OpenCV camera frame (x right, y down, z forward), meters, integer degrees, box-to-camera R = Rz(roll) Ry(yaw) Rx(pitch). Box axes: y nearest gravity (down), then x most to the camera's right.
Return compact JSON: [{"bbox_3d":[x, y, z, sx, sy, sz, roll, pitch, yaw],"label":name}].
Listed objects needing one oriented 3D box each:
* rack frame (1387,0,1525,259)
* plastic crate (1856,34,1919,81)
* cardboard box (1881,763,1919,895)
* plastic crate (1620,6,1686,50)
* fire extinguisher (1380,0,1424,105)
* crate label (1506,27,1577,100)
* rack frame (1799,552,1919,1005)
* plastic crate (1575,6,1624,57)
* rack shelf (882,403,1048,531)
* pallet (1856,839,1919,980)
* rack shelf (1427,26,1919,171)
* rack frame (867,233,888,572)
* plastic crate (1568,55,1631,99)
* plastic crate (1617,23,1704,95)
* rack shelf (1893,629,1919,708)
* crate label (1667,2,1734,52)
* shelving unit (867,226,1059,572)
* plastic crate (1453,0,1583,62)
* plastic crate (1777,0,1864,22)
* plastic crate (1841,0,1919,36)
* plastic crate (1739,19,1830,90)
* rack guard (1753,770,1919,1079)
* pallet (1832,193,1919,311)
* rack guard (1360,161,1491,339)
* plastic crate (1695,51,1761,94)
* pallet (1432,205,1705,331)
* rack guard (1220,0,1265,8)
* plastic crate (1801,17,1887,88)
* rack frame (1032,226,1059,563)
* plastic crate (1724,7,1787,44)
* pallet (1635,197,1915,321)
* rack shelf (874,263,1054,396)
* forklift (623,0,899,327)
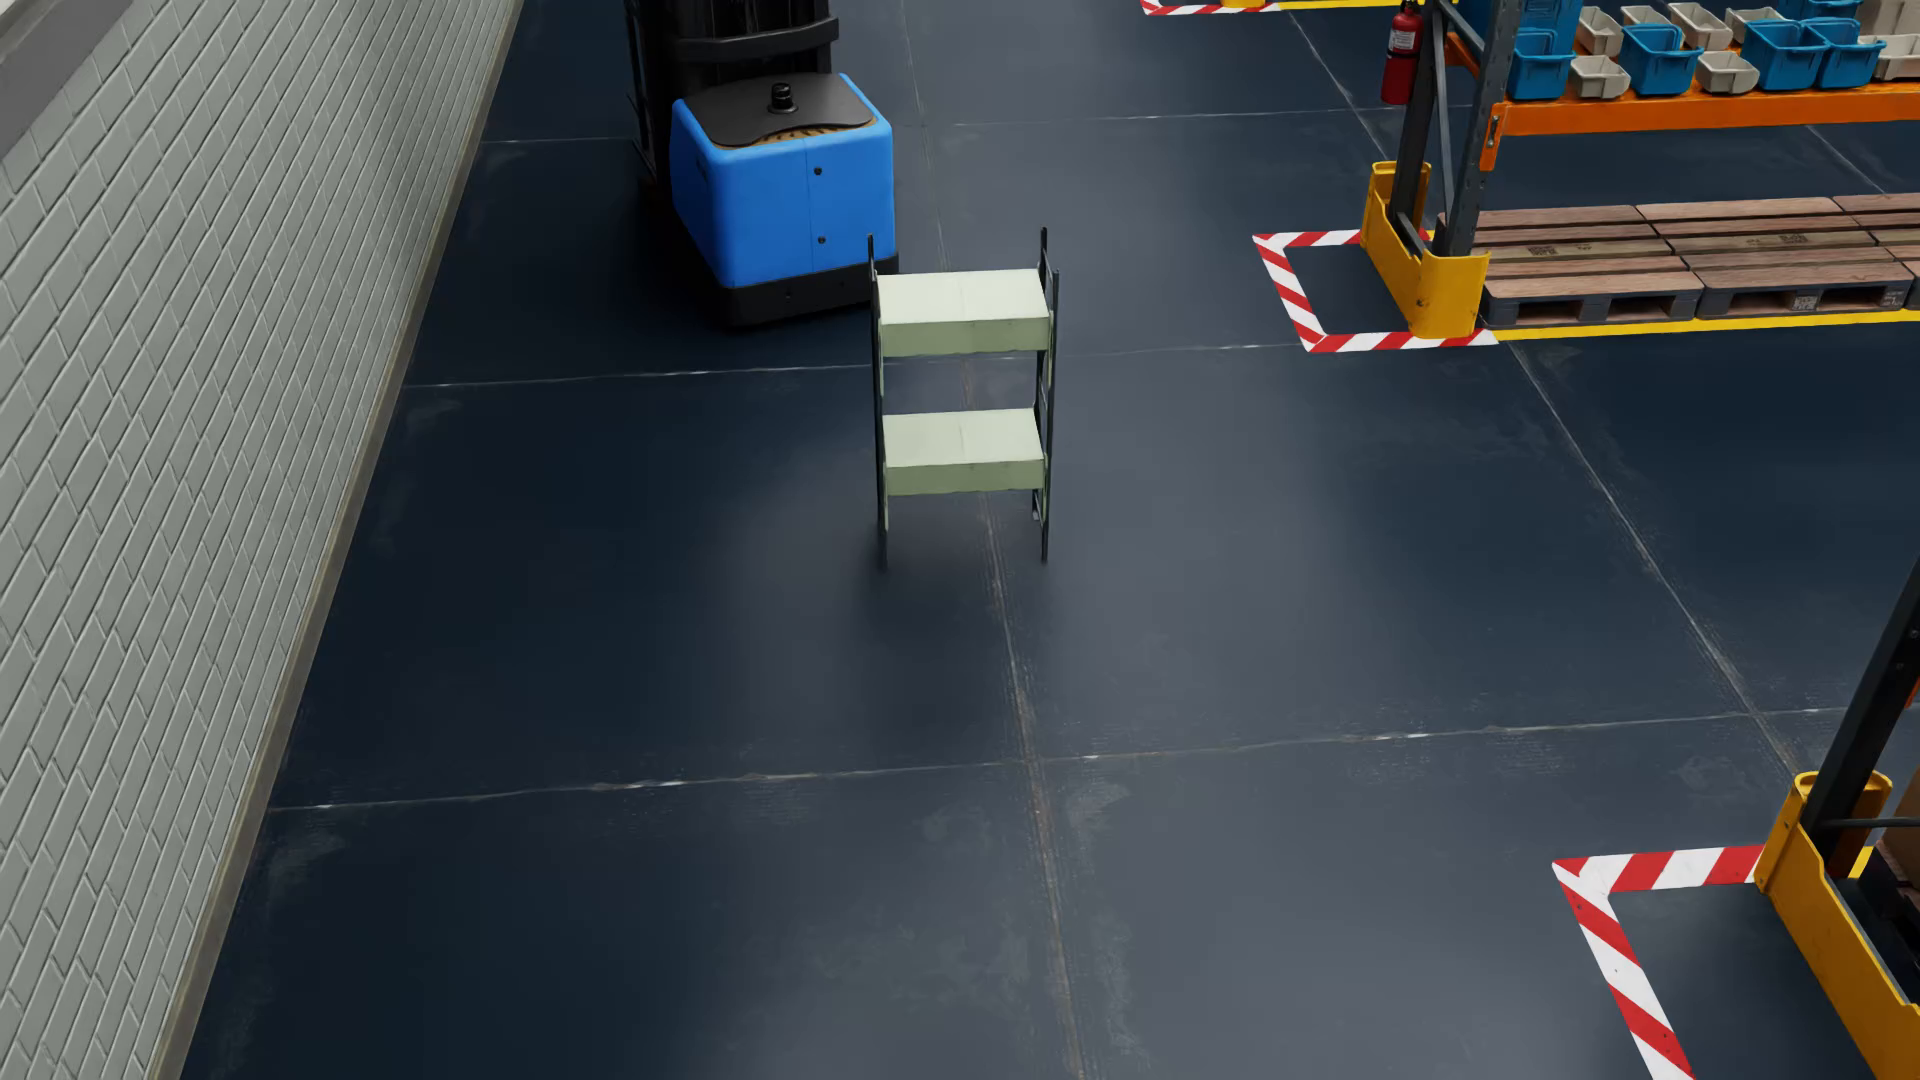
[{"bbox_3d":[2.647,-2.658,8.697,0.127,3.000,1.000,-3,38,-4],"label":"rack frame"},{"bbox_3d":[4.923,-2.516,8.682,0.466,0.136,0.293,-3,38,-4],"label":"plastic crate"},{"bbox_3d":[3.602,1.026,5.692,0.500,0.500,0.500,-3,38,-4],"label":"cardboard box"},{"bbox_3d":[3.733,-2.741,8.967,0.243,0.136,0.396,-3,38,-4],"label":"plastic crate"},{"bbox_3d":[2.456,-2.753,9.181,0.183,0.674,0.296,-3,38,-4],"label":"fire extinguisher"},{"bbox_3d":[2.922,-2.426,8.490,0.303,0.233,0.416,-3,38,-4],"label":"crate label"},{"bbox_3d":[3.082,0.399,4.823,0.127,3.000,1.000,-3,38,-4],"label":"rack frame"},{"bbox_3d":[3.443,-2.734,8.958,0.243,0.136,0.396,-3,38,-4],"label":"plastic crate"},{"bbox_3d":[0.007,-0.333,7.488,0.720,0.370,0.431,-3,38,-4],"label":"rack shelf"},{"bbox_3d":[3.952,1.445,5.748,1.213,0.211,1.003,-3,38,-4],"label":"pallet"},{"bbox_3d":[4.639,-2.485,9.059,4.000,0.370,1.077,-3,38,-4],"label":"rack shelf"},{"bbox_3d":[-0.358,-0.569,7.260,0.023,1.500,0.400,-3,38,-4],"label":"rack frame"},{"bbox_3d":[3.249,-2.355,8.477,0.298,0.136,0.250,-3,38,-4],"label":"plastic crate"},{"bbox_3d":[3.578,-2.462,8.535,0.300,0.233,0.416,-3,38,-4],"label":"plastic crate"},{"bbox_3d":[5.074,0.571,5.185,4.000,0.370,1.077,-3,38,-4],"label":"rack shelf"},{"bbox_3d":[4.008,-2.771,9.005,0.243,0.136,0.396,-3,38,-4],"label":"crate label"},{"bbox_3d":[0.007,-0.589,7.286,0.755,1.500,0.431,-3,38,-4],"label":"shelving unit"},{"bbox_3d":[2.964,-2.829,8.837,0.499,0.435,0.616,-3,38,-4],"label":"plastic crate"},{"bbox_3d":[4.670,-2.886,9.073,0.300,0.233,0.416,-3,38,-4],"label":"plastic crate"},{"bbox_3d":[5.094,-2.884,9.031,0.530,0.282,0.437,-3,38,-4],"label":"plastic crate"},{"bbox_3d":[4.233,-2.498,8.581,0.300,0.233,0.416,-3,38,-4],"label":"plastic crate"},{"bbox_3d":[3.158,1.376,5.603,0.348,0.500,1.175,-3,38,-4],"label":"rack guard"},{"bbox_3d":[5.902,-1.718,9.757,1.213,0.211,1.003,-3,38,-4],"label":"pallet"},{"bbox_3d":[2.624,-1.667,9.459,0.348,0.500,1.175,-3,38,-4],"label":"rack guard"},{"bbox_3d":[3.924,-2.392,8.524,0.298,0.136,0.250,-3,38,-4],"label":"plastic crate"},{"bbox_3d":[3.472,-1.584,9.587,1.213,0.211,1.003,-3,38,-4],"label":"pallet"},{"bbox_3d":[2.184,-4.731,13.342,0.348,0.500,1.175,-3,38,-4],"label":"rack guard"},{"bbox_3d":[4.532,-2.515,8.602,0.300,0.233,0.416,-3,38,-4],"label":"plastic crate"},{"bbox_3d":[0.371,-0.609,7.311,0.023,1.500,0.400,-3,38,-4],"label":"rack frame"},{"bbox_3d":[4.302,-2.799,9.041,0.250,0.136,0.298,-3,38,-4],"label":"plastic crate"},{"bbox_3d":[4.684,-1.649,9.670,1.213,0.211,1.003,-3,38,-4],"label":"pallet"},{"bbox_3d":[0.007,-0.896,7.044,0.720,0.370,0.431,-3,38,-4],"label":"rack shelf"},{"bbox_3d":[-1.369,-3.233,9.482,1.130,2.935,3.031,-14,40,-17],"label":"forklift"}]
